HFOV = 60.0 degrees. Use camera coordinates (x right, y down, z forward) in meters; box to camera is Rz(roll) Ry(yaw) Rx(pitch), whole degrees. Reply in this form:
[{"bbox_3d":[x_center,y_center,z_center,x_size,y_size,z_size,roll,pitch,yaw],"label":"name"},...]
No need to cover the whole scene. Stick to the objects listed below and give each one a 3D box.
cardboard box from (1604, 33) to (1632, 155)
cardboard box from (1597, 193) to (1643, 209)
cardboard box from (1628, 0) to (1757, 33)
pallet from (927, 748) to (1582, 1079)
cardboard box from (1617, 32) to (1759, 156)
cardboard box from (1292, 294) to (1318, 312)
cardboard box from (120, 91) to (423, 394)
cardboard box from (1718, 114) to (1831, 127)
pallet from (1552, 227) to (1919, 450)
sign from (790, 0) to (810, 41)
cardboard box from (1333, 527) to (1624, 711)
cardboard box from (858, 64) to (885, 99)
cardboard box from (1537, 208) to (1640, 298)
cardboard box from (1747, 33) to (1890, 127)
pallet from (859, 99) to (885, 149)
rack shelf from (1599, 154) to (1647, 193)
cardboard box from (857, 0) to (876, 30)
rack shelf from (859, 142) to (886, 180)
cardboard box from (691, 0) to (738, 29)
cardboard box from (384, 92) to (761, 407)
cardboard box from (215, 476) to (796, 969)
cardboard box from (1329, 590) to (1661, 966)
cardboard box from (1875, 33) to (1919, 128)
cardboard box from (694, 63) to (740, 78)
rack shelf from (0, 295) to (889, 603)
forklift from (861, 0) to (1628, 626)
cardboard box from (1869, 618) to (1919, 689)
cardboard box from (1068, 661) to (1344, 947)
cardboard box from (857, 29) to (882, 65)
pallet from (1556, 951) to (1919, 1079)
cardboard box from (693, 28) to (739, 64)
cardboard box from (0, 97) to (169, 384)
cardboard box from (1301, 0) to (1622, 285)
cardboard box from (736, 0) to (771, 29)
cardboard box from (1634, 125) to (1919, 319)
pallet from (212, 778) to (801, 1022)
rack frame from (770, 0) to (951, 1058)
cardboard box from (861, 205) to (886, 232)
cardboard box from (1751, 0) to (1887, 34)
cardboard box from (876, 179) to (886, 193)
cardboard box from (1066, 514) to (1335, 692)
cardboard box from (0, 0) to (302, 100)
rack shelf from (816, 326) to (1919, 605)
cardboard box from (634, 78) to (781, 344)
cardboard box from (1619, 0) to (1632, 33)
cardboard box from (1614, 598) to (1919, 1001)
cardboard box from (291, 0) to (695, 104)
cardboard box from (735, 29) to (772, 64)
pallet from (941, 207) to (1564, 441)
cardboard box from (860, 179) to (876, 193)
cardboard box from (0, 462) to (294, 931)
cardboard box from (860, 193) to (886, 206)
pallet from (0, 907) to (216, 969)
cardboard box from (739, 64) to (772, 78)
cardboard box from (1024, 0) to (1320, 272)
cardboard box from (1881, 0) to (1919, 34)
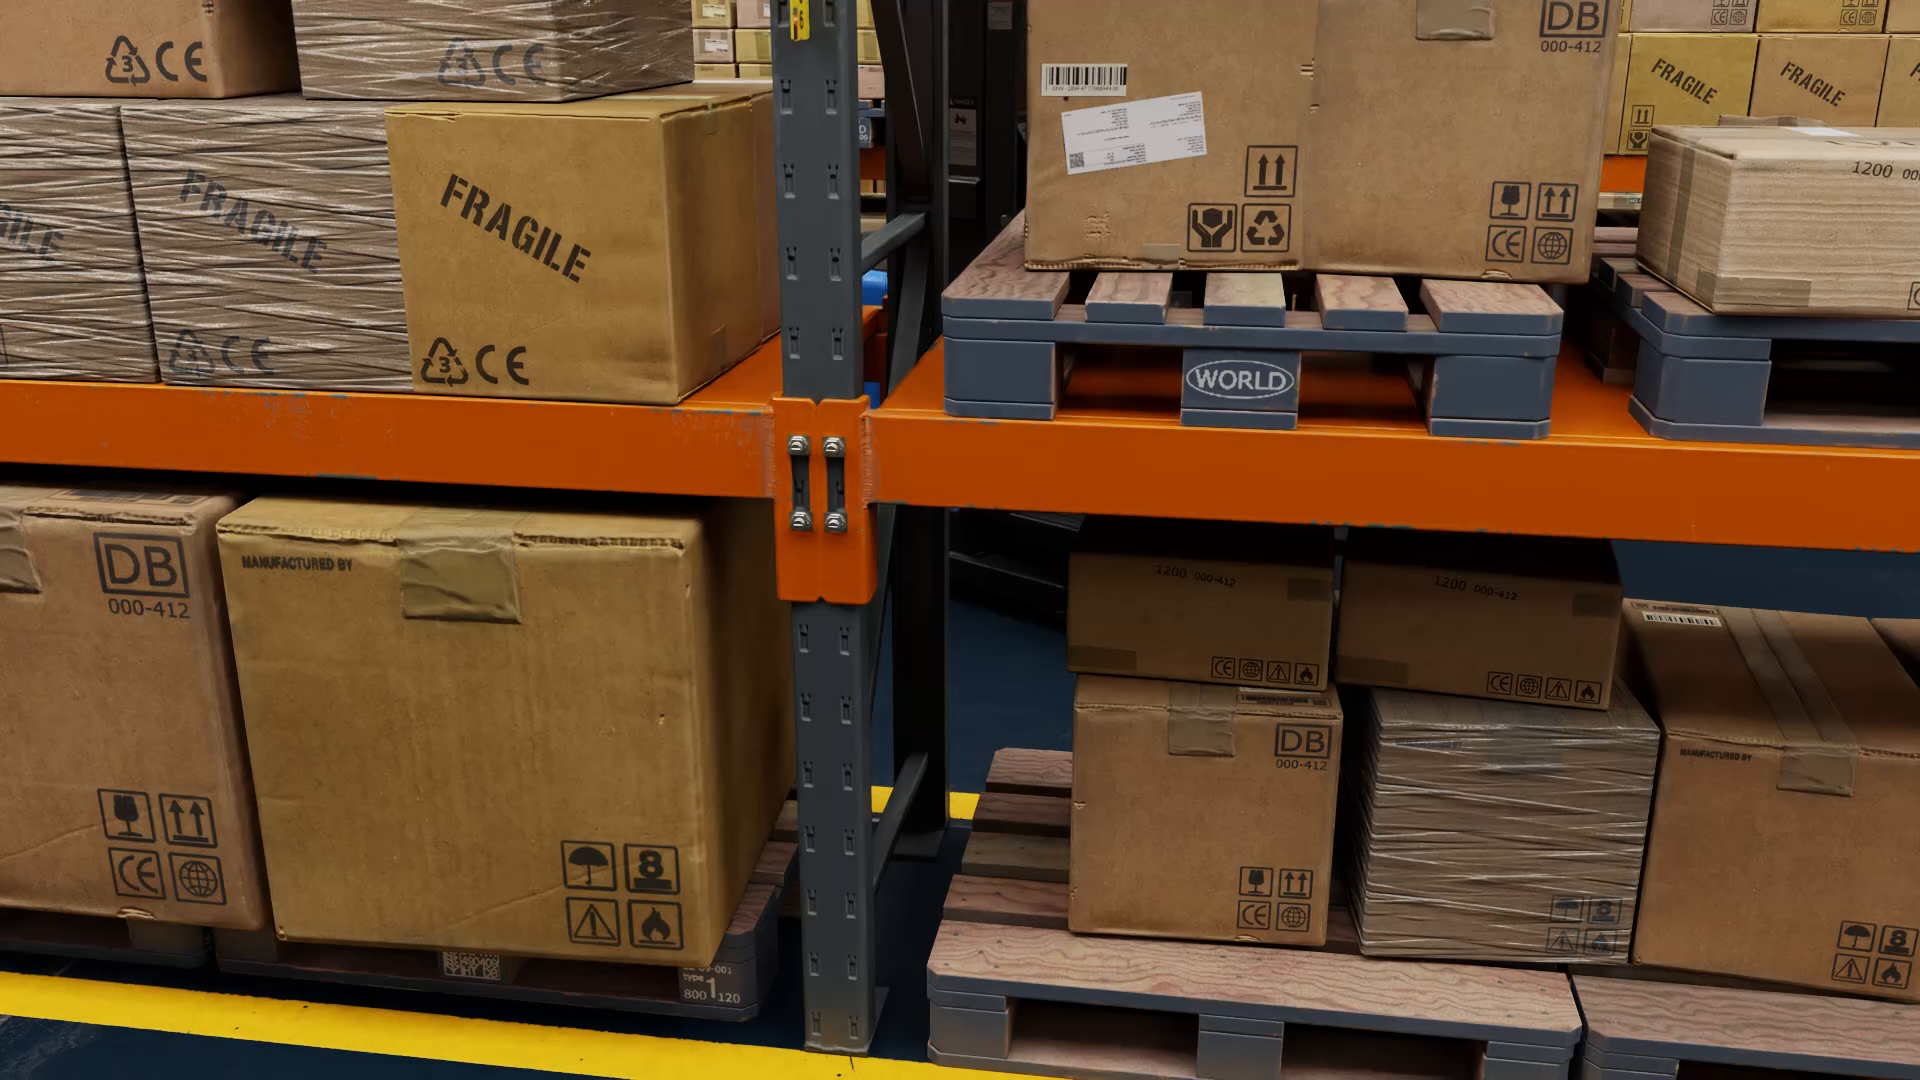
[{"bbox_3d":[2.613,-1.978,7.330,0.500,0.500,0.500,3,19,8],"label":"cardboard box"},{"bbox_3d":[4.837,-2.447,12.369,0.625,0.372,0.950,3,19,9],"label":"cardboard box"},{"bbox_3d":[3.172,-2.508,7.339,0.500,0.500,0.700,3,19,9],"label":"cardboard box"},{"bbox_3d":[0.606,0.797,3.588,1.213,0.211,1.003,3,19,9],"label":"pallet"},{"bbox_3d":[3.115,-1.953,7.256,0.500,0.500,0.500,3,19,9],"label":"cardboard box"},{"bbox_3d":[1.308,-1.187,8.008,0.750,0.750,1.050,3,19,8],"label":"cardboard box"},{"bbox_3d":[-1.183,-0.587,3.172,0.500,0.500,0.500,3,19,8],"label":"cardboard box"},{"bbox_3d":[1.524,-0.701,3.222,0.258,0.266,0.396,2,19,7],"label":"cardboard box"},{"bbox_3d":[1.795,-0.387,3.036,1.213,0.211,1.003,3,19,9],"label":"pallet"},{"bbox_3d":[-0.250,-0.940,2.561,0.005,0.325,0.100,3,19,9],"label":"sign"},{"bbox_3d":[1.026,0.104,3.330,0.500,0.250,0.500,5,19,15],"label":"cardboard box"},{"bbox_3d":[-0.338,-2.101,7.588,0.250,0.149,0.380,3,19,10],"label":"cardboard box"},{"bbox_3d":[3.091,-1.098,7.740,0.750,0.750,1.050,3,19,9],"label":"cardboard box"},{"bbox_3d":[3.614,-1.928,7.180,0.500,0.500,0.500,3,19,8],"label":"cardboard box"},{"bbox_3d":[0.000,-2.025,7.932,1.003,0.211,1.213,3,19,9],"label":"pallet"},{"bbox_3d":[2.696,-1.672,7.707,4.000,0.370,1.077,3,19,9],"label":"rack shelf"},{"bbox_3d":[-0.342,-2.384,7.496,0.250,0.149,0.380,4,19,10],"label":"cardboard box"},{"bbox_3d":[-1.254,-1.873,8.309,4.000,0.370,1.077,3,19,9],"label":"rack shelf"},{"bbox_3d":[-1.112,-2.423,7.614,0.250,0.149,0.380,4,19,11],"label":"cardboard box"},{"bbox_3d":[-0.692,-0.560,3.091,0.500,0.500,0.500,4,19,10],"label":"cardboard box"},{"bbox_3d":[-0.844,0.202,3.659,0.875,0.875,1.225,2,19,6],"label":"cardboard box"},{"bbox_3d":[1.049,0.463,3.438,0.500,0.500,0.700,1,19,4],"label":"cardboard box"},{"bbox_3d":[4.113,-1.903,7.104,0.500,0.500,0.500,3,19,8],"label":"cardboard box"},{"bbox_3d":[-1.105,-2.141,7.709,0.250,0.149,0.380,3,19,10],"label":"cardboard box"},{"bbox_3d":[-2.140,-0.325,3.680,4.000,0.370,1.077,3,19,9],"label":"rack shelf"},{"bbox_3d":[0.664,-1.227,5.350,3.031,2.935,1.130,15,24,37],"label":"forklift"},{"bbox_3d":[2.161,0.517,3.276,0.500,0.500,0.700,1,19,4],"label":"cardboard box"},{"bbox_3d":[0.499,0.439,3.510,0.500,0.500,0.700,2,19,6],"label":"cardboard box"},{"bbox_3d":[-0.363,-2.243,7.543,0.250,0.149,0.380,3,19,10],"label":"cardboard box"},{"bbox_3d":[1.807,0.859,3.403,1.213,0.211,1.003,3,19,9],"label":"pallet"},{"bbox_3d":[-1.113,-2.281,7.660,0.250,0.149,0.380,3,19,10],"label":"cardboard box"},{"bbox_3d":[-1.697,-0.612,3.247,0.500,0.500,0.500,2,19,7],"label":"cardboard box"},{"bbox_3d":[0.941,-0.800,3.148,0.500,0.500,0.700,6,19,17],"label":"cardboard box"},{"bbox_3d":[-0.843,-2.410,7.575,0.250,0.149,0.380,3,19,9],"label":"cardboard box"},{"bbox_3d":[1.453,-0.537,2.755,0.500,0.250,0.500,2,19,7],"label":"cardboard box"},{"bbox_3d":[-0.932,0.694,3.896,1.213,0.211,1.003,3,19,9],"label":"pallet"},{"bbox_3d":[-0.166,-0.565,3.265,0.127,3.000,1.000,3,19,9],"label":"rack frame"},{"bbox_3d":[-0.496,-1.458,8.028,0.500,0.250,0.500,3,19,9],"label":"cardboard box"},{"bbox_3d":[3.671,-2.483,7.262,0.500,0.500,0.700,3,19,8],"label":"cardboard box"},{"bbox_3d":[-0.142,-2.968,13.134,0.875,0.875,0.875,3,19,9],"label":"cardboard box"},{"bbox_3d":[0.501,0.080,3.400,0.500,0.250,0.500,4,19,11],"label":"cardboard box"},{"bbox_3d":[-1.528,-1.164,3.316,0.637,0.503,0.797,3,19,10],"label":"cardboard box"},{"bbox_3d":[1.809,-0.123,3.078,4.000,0.370,1.077,3,19,9],"label":"rack shelf"},{"bbox_3d":[-0.602,-0.722,3.577,0.500,0.500,0.500,3,19,10],"label":"cardboard box"},{"bbox_3d":[2.674,-2.534,7.416,0.500,0.500,0.700,3,19,8],"label":"cardboard box"},{"bbox_3d":[1.610,0.489,3.359,0.500,0.500,0.700,5,19,13],"label":"cardboard box"},{"bbox_3d":[-0.885,-1.130,3.215,0.637,0.503,0.797,4,19,11],"label":"cardboard box"},{"bbox_3d":[-0.855,-2.269,7.621,0.250,0.149,0.380,3,19,8],"label":"cardboard box"},{"bbox_3d":[0.555,-0.472,3.288,1.003,0.211,1.213,3,19,9],"label":"pallet"},{"bbox_3d":[-1.025,-3.014,13.269,0.875,0.875,0.875,3,19,10],"label":"cardboard box"},{"bbox_3d":[-1.722,0.155,3.800,0.875,0.875,1.225,3,19,9],"label":"cardboard box"},{"bbox_3d":[-0.422,-1.619,8.511,0.500,0.250,0.500,3,19,8],"label":"cardboard box"},{"bbox_3d":[-2.133,0.632,4.082,1.213,0.211,1.003,3,19,9],"label":"pallet"},{"bbox_3d":[-0.849,-2.127,7.668,0.250,0.149,0.380,2,19,6],"label":"cardboard box"},{"bbox_3d":[0.374,-0.797,3.139,0.500,0.500,0.500,1,19,2],"label":"cardboard box"},{"bbox_3d":[4.179,-2.457,7.187,0.500,0.500,0.700,3,19,8],"label":"cardboard box"}]
